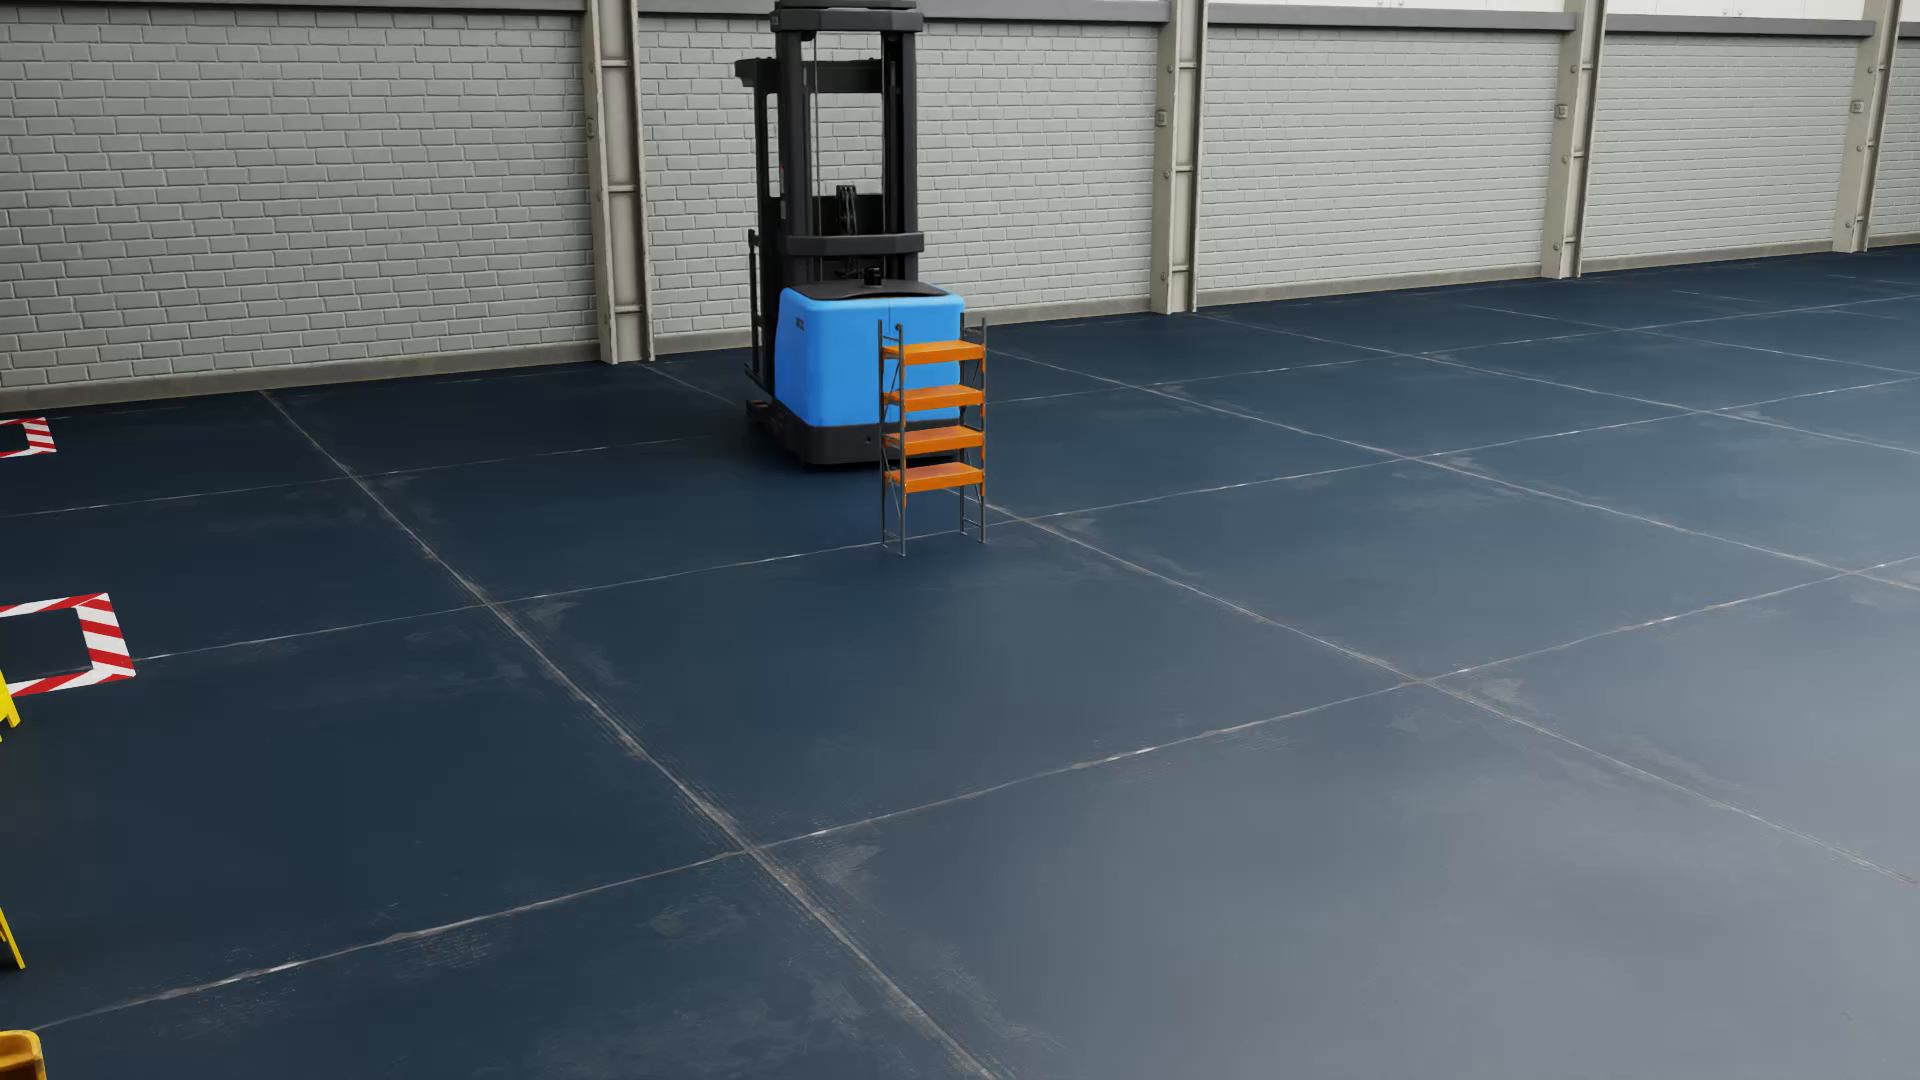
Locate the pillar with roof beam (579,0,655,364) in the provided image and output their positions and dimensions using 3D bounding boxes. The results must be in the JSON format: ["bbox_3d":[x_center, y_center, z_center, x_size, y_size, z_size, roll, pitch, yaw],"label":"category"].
[{"bbox_3d":[-0.687,-4.911,9.756,0.400,9.000,9.100,-9,18,-30],"label":"pillar with roof beam"}]

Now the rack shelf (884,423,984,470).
[{"bbox_3d":[-0.142,-0.490,8.684,0.480,0.148,0.258,-9,18,-30],"label":"rack shelf"}]

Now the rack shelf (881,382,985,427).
[{"bbox_3d":[-0.142,-0.705,8.624,0.480,0.148,0.258,-9,18,-30],"label":"rack shelf"}]

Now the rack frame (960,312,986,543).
[{"bbox_3d":[0.067,-0.589,8.787,0.015,1.200,0.240,-9,18,-30],"label":"rack frame"}]

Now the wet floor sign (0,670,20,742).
[{"bbox_3d":[-3.713,0.430,6.179,0.232,0.644,0.267,-3,16,-11],"label":"wet floor sign"}]

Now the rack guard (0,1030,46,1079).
[{"bbox_3d":[-1.770,1.407,2.964,0.348,0.500,1.175,-9,18,-30],"label":"rack guard"}]

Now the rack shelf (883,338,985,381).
[{"bbox_3d":[-0.142,-0.933,8.560,0.480,0.148,0.258,-9,18,-30],"label":"rack shelf"}]

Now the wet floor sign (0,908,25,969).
[{"bbox_3d":[-2.786,0.878,4.581,0.232,0.644,0.267,-13,20,-39],"label":"wet floor sign"}]

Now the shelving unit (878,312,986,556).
[{"bbox_3d":[-0.142,-0.555,8.666,0.503,1.200,0.258,-9,18,-30],"label":"shelving unit"}]

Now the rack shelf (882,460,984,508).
[{"bbox_3d":[-0.142,-0.299,8.738,0.480,0.148,0.258,-9,18,-30],"label":"rack shelf"}]

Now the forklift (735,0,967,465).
[{"bbox_3d":[-0.897,-2.233,11.444,1.130,2.935,3.031,-5,16,-17],"label":"forklift"}]

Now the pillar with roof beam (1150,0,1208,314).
[{"bbox_3d":[4.456,-5.745,12.732,0.400,9.000,9.100,-9,18,-30],"label":"pillar with roof beam"}]

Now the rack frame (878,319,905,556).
[{"bbox_3d":[-0.351,-0.521,8.545,0.015,1.200,0.240,-9,18,-30],"label":"rack frame"}]

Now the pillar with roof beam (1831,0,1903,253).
[{"bbox_3d":[14.742,-7.413,18.682,0.400,9.000,9.100,-9,18,-30],"label":"pillar with roof beam"}]

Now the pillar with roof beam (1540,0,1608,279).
[{"bbox_3d":[9.599,-6.579,15.707,0.400,9.000,9.100,-9,18,-30],"label":"pillar with roof beam"}]
